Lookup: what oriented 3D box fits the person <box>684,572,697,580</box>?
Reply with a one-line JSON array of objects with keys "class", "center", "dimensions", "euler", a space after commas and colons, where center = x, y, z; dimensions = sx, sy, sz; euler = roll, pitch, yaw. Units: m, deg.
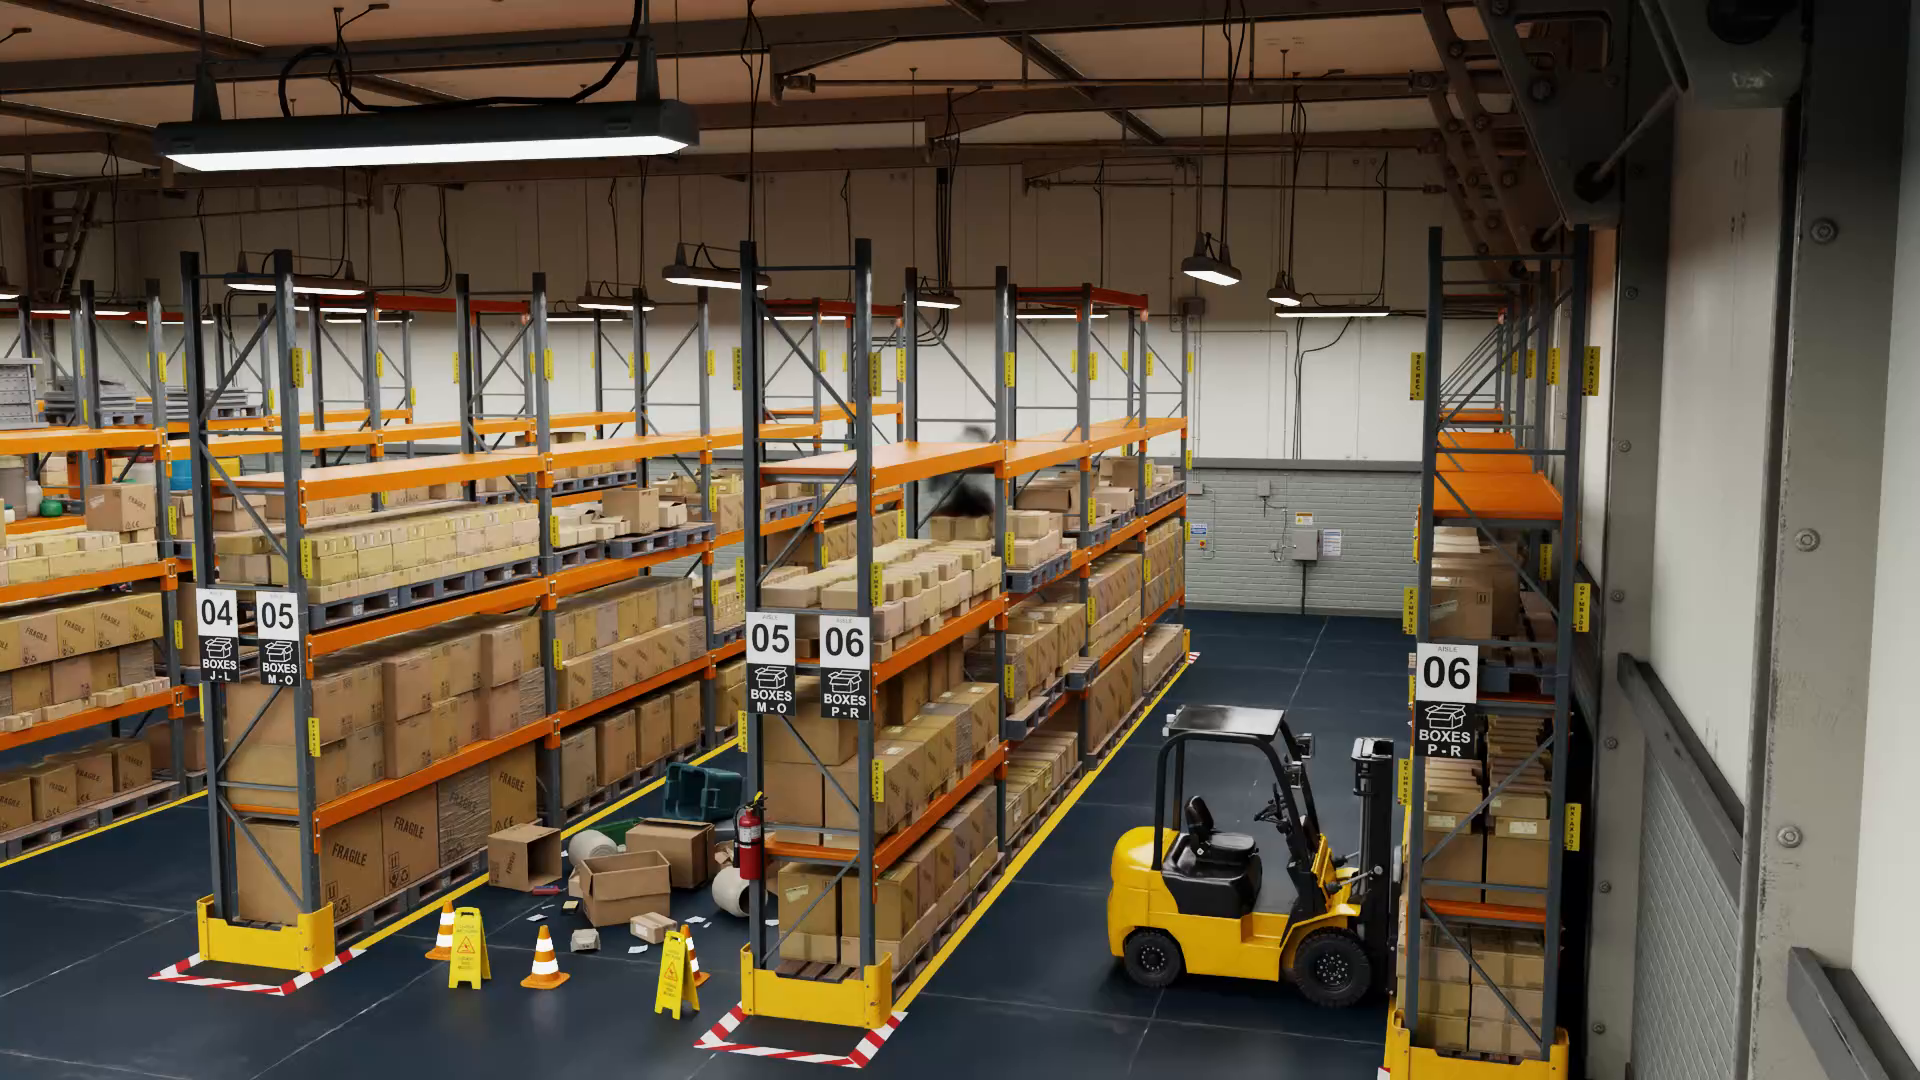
[{"class": "person", "center": [-4.168, 1.376, 26.124], "dimensions": [0.678, 1.819, 0.858], "euler": [1, 7, 12]}]
